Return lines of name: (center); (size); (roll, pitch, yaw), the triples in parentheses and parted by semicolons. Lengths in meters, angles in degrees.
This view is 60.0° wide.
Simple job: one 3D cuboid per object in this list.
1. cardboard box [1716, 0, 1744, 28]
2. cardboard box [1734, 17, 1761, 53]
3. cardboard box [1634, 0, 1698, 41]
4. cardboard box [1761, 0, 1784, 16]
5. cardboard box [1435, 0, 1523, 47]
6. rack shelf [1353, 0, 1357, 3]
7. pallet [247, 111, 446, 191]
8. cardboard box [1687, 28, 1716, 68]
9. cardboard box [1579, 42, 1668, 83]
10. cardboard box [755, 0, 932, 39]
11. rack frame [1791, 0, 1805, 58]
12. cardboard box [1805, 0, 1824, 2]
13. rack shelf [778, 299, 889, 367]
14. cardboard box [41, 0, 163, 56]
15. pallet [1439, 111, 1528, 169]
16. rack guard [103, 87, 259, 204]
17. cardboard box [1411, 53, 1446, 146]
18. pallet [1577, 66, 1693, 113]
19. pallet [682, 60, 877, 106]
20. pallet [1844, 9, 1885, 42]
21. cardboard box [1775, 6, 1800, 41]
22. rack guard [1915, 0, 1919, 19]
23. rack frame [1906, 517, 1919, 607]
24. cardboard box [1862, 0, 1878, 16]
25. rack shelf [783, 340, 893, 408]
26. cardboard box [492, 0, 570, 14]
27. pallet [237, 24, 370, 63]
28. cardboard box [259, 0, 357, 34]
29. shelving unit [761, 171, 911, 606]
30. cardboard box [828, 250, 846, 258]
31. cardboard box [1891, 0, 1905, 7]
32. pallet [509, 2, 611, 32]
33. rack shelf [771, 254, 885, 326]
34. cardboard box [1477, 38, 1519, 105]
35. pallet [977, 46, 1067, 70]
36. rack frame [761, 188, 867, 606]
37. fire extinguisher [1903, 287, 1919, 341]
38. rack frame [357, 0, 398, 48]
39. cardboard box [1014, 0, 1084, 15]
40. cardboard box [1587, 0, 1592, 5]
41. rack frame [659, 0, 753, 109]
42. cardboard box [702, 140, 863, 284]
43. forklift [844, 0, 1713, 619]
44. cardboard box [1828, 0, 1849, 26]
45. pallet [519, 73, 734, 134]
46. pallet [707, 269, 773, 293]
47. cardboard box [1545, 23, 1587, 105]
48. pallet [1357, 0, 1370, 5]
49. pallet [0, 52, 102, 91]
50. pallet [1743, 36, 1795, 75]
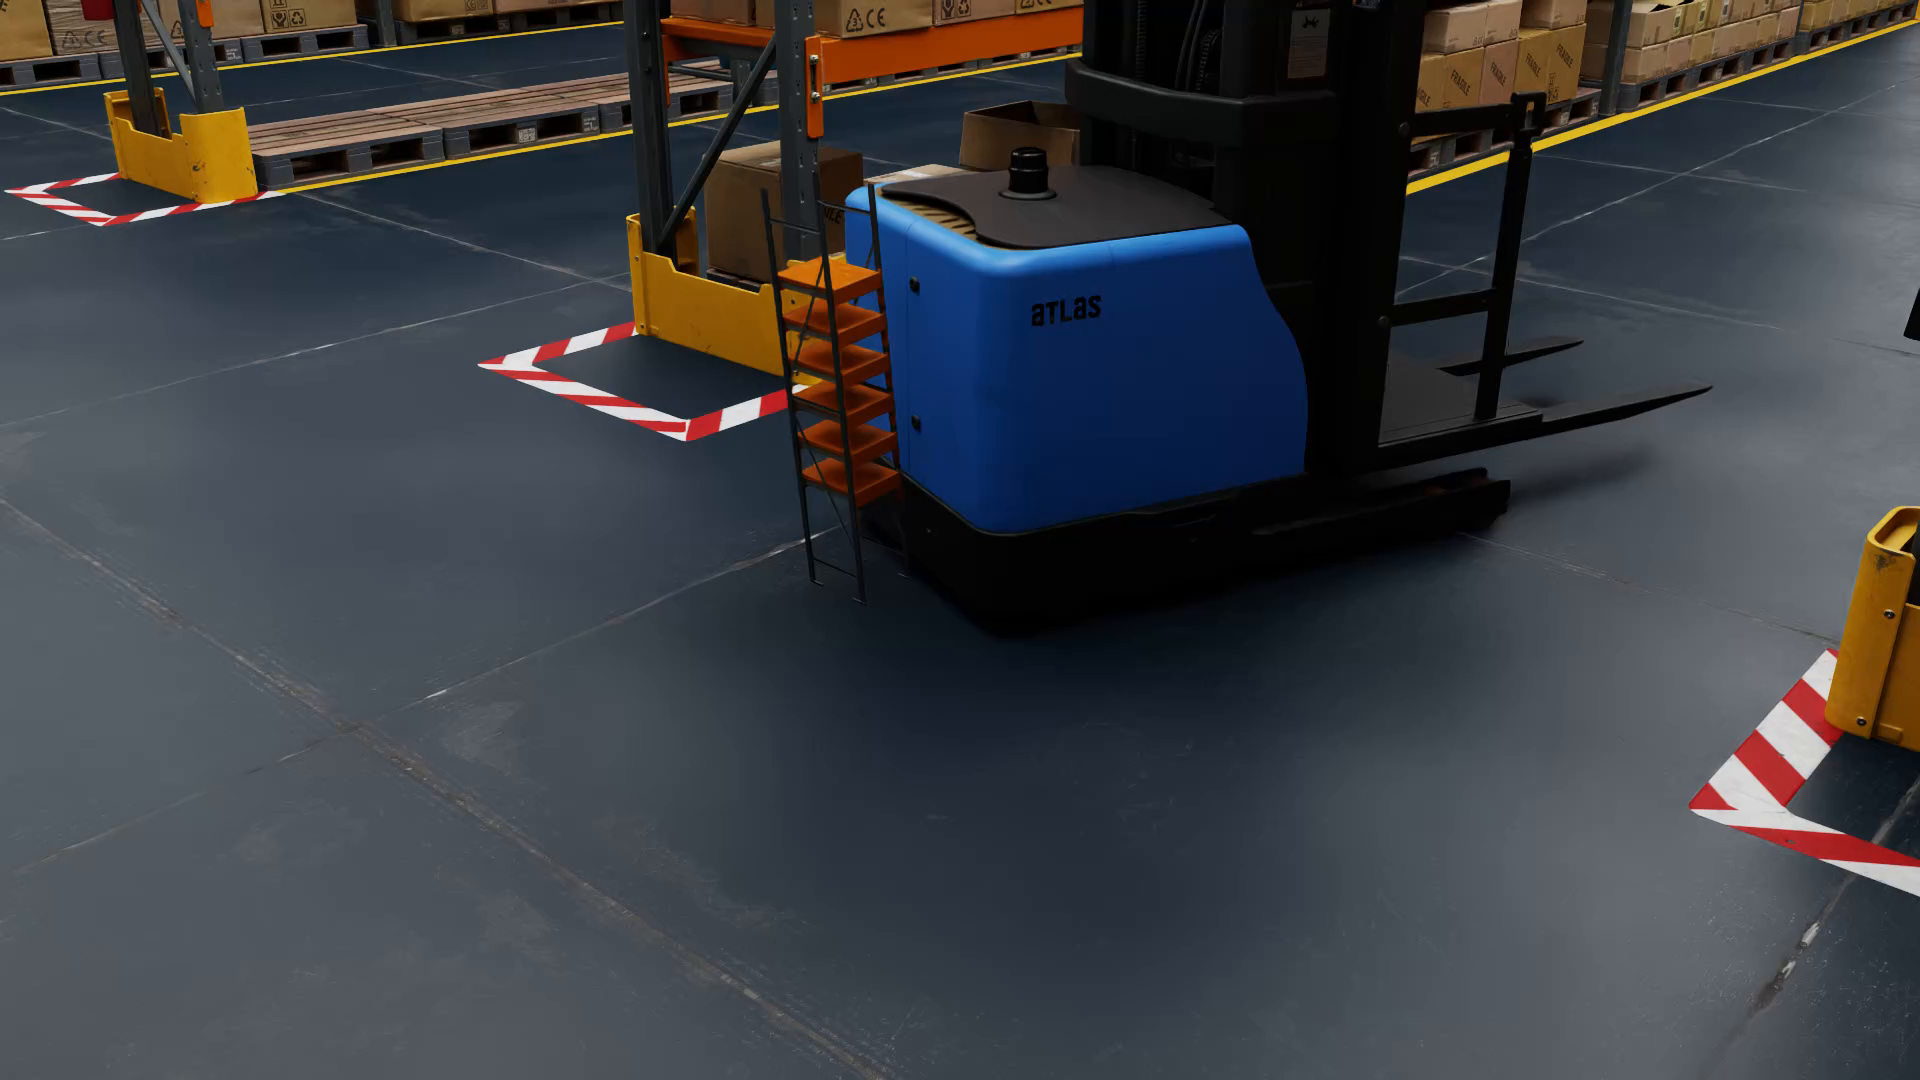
cardboard box: (5.985, -4.341, 13.428); (0.500, 0.311, 0.500); (20, 31, 37)
cardboard box: (6.316, -4.235, 13.878); (0.500, 0.250, 0.500); (21, 32, 39)
cardboard box: (5.300, -4.030, 12.733); (0.500, 0.311, 0.500); (19, 31, 36)
cardboard box: (6.658, -4.645, 14.105); (0.500, 0.311, 0.500); (21, 32, 39)
cardboard box: (3.224, -3.317, 10.583); (0.500, 0.250, 0.500); (19, 31, 37)
rack shelf: (3.053, -3.657, 10.620); (1.077, 0.370, 4.000); (20, 31, 38)
pallet: (-4.059, -2.479, 10.522); (1.003, 0.211, 1.213); (20, 31, 38)
cardboard box: (5.633, -3.925, 13.185); (0.500, 0.250, 0.500); (19, 30, 36)
cardboard box: (4.956, -3.611, 12.485); (0.500, 0.250, 0.500); (20, 31, 37)
cardboard box: (-0.459, -2.266, 6.516); (0.500, 0.500, 0.500); (21, 32, 39)
rack frame: (7.057, -5.814, 14.550); (1.000, 3.000, 0.127); (20, 31, 38)
cardboard box: (7.600, -5.149, 14.998); (0.500, 0.500, 0.500); (20, 31, 38)
rack shelf: (-0.350, -0.578, 4.581); (0.258, 0.103, 0.180); (21, 37, 39)
cardboard box: (-7.352, -4.580, 13.882); (0.875, 0.875, 0.875); (20, 31, 38)
pallet: (3.047, -2.735, 11.093); (1.003, 0.211, 1.213); (20, 31, 38)
rack guard: (-4.644, -2.360, 9.902); (1.175, 0.500, 0.348); (20, 31, 38)
cardboard box: (2.570, -2.683, 10.085); (0.500, 0.500, 0.500); (21, 31, 38)
pallet: (4.966, -3.563, 12.938); (1.003, 0.211, 1.213); (20, 31, 38)
pallet: (-1.422, -3.681, 13.202); (1.003, 0.211, 1.213); (20, 31, 38)
pallet: (8.433, -5.146, 16.468); (1.003, 0.211, 1.213); (20, 31, 38)
cardboard box: (6.996, -4.545, 14.568); (0.500, 0.250, 0.500); (20, 31, 37)
rack guard: (9.743, -5.899, 17.796); (1.175, 0.500, 0.348); (20, 31, 38)
rack frame: (2.740, -0.806, 3.381); (1.000, 3.000, 0.127); (20, 31, 38)
cardboard box: (8.597, -5.265, 16.174); (0.500, 0.250, 0.500); (20, 31, 38)
rack shelf: (-0.342, -0.473, 4.638); (0.258, 0.103, 0.180); (21, 37, 39)
cardboard box: (-4.649, -5.777, 16.553); (1.225, 0.875, 0.875); (19, 30, 36)
pallet: (-6.223, -4.600, 15.251); (1.003, 0.211, 1.213); (20, 31, 38)
cardboard box: (-6.157, -5.125, 15.098); (0.875, 0.875, 0.875); (20, 31, 38)
shelving unit: (-0.337, -0.406, 4.673); (0.258, 1.200, 0.189); (21, 37, 39)
cardboard box: (-0.416, -1.091, 6.964); (0.380, 0.149, 0.250); (20, 31, 38)
cardboard box: (9.264, -5.570, 16.853); (0.500, 0.250, 0.500); (20, 31, 38)
pallet: (-4.384, -5.439, 17.123); (1.003, 0.211, 1.213); (20, 31, 38)
rack shelf: (-0.358, -0.684, 4.524); (0.258, 0.103, 0.180); (21, 37, 39)
cardboard box: (3.247, -2.987, 10.763); (0.500, 0.500, 0.500); (19, 30, 36)
pallet: (0.206, -4.425, 14.860); (1.003, 0.211, 1.213); (20, 31, 38)
rack frame: (-0.400, -0.371, 4.617); (0.240, 1.200, 0.006); (21, 37, 39)
fire extinguisher: (2.295, -0.681, 3.652); (0.296, 0.674, 0.183); (20, 31, 38)
rack frame: (-5.657, -6.082, 15.149); (1.000, 3.000, 0.127); (20, 31, 38)
cardboard box: (0.218, -2.577, 7.209); (0.500, 0.500, 0.500); (20, 31, 37)
cardboard box: (4.554, -4.015, 12.700); (0.500, 0.311, 0.500); (21, 32, 39)
rack frame: (-1.968, -4.730, 12.133); (1.000, 3.000, 0.127); (20, 31, 38)
cardboard box: (-0.772, -1.451, 7.337); (0.500, 0.500, 0.500); (20, 31, 38)
forklift: (1.189, -1.523, 5.064); (3.031, 2.935, 1.130); (-12, 27, -25)
cardboard box: (7.930, -4.960, 15.494); (0.500, 0.250, 0.500); (20, 31, 38)
pallet: (-2.430, -3.223, 12.180); (1.003, 0.211, 1.213); (20, 31, 38)
pallet: (-0.370, -1.151, 7.560); (1.003, 0.211, 1.213); (20, 31, 38)
cardboard box: (3.938, -3.306, 11.475); (0.500, 0.500, 0.500); (22, 32, 39)
pallet: (3.850, -6.088, 18.570); (1.003, 0.211, 1.213); (20, 31, 38)
pallet: (-7.851, -3.856, 13.593); (1.003, 0.211, 1.213); (20, 31, 38)
pallet: (6.594, -4.306, 14.596); (1.003, 0.211, 1.213); (20, 31, 38)
